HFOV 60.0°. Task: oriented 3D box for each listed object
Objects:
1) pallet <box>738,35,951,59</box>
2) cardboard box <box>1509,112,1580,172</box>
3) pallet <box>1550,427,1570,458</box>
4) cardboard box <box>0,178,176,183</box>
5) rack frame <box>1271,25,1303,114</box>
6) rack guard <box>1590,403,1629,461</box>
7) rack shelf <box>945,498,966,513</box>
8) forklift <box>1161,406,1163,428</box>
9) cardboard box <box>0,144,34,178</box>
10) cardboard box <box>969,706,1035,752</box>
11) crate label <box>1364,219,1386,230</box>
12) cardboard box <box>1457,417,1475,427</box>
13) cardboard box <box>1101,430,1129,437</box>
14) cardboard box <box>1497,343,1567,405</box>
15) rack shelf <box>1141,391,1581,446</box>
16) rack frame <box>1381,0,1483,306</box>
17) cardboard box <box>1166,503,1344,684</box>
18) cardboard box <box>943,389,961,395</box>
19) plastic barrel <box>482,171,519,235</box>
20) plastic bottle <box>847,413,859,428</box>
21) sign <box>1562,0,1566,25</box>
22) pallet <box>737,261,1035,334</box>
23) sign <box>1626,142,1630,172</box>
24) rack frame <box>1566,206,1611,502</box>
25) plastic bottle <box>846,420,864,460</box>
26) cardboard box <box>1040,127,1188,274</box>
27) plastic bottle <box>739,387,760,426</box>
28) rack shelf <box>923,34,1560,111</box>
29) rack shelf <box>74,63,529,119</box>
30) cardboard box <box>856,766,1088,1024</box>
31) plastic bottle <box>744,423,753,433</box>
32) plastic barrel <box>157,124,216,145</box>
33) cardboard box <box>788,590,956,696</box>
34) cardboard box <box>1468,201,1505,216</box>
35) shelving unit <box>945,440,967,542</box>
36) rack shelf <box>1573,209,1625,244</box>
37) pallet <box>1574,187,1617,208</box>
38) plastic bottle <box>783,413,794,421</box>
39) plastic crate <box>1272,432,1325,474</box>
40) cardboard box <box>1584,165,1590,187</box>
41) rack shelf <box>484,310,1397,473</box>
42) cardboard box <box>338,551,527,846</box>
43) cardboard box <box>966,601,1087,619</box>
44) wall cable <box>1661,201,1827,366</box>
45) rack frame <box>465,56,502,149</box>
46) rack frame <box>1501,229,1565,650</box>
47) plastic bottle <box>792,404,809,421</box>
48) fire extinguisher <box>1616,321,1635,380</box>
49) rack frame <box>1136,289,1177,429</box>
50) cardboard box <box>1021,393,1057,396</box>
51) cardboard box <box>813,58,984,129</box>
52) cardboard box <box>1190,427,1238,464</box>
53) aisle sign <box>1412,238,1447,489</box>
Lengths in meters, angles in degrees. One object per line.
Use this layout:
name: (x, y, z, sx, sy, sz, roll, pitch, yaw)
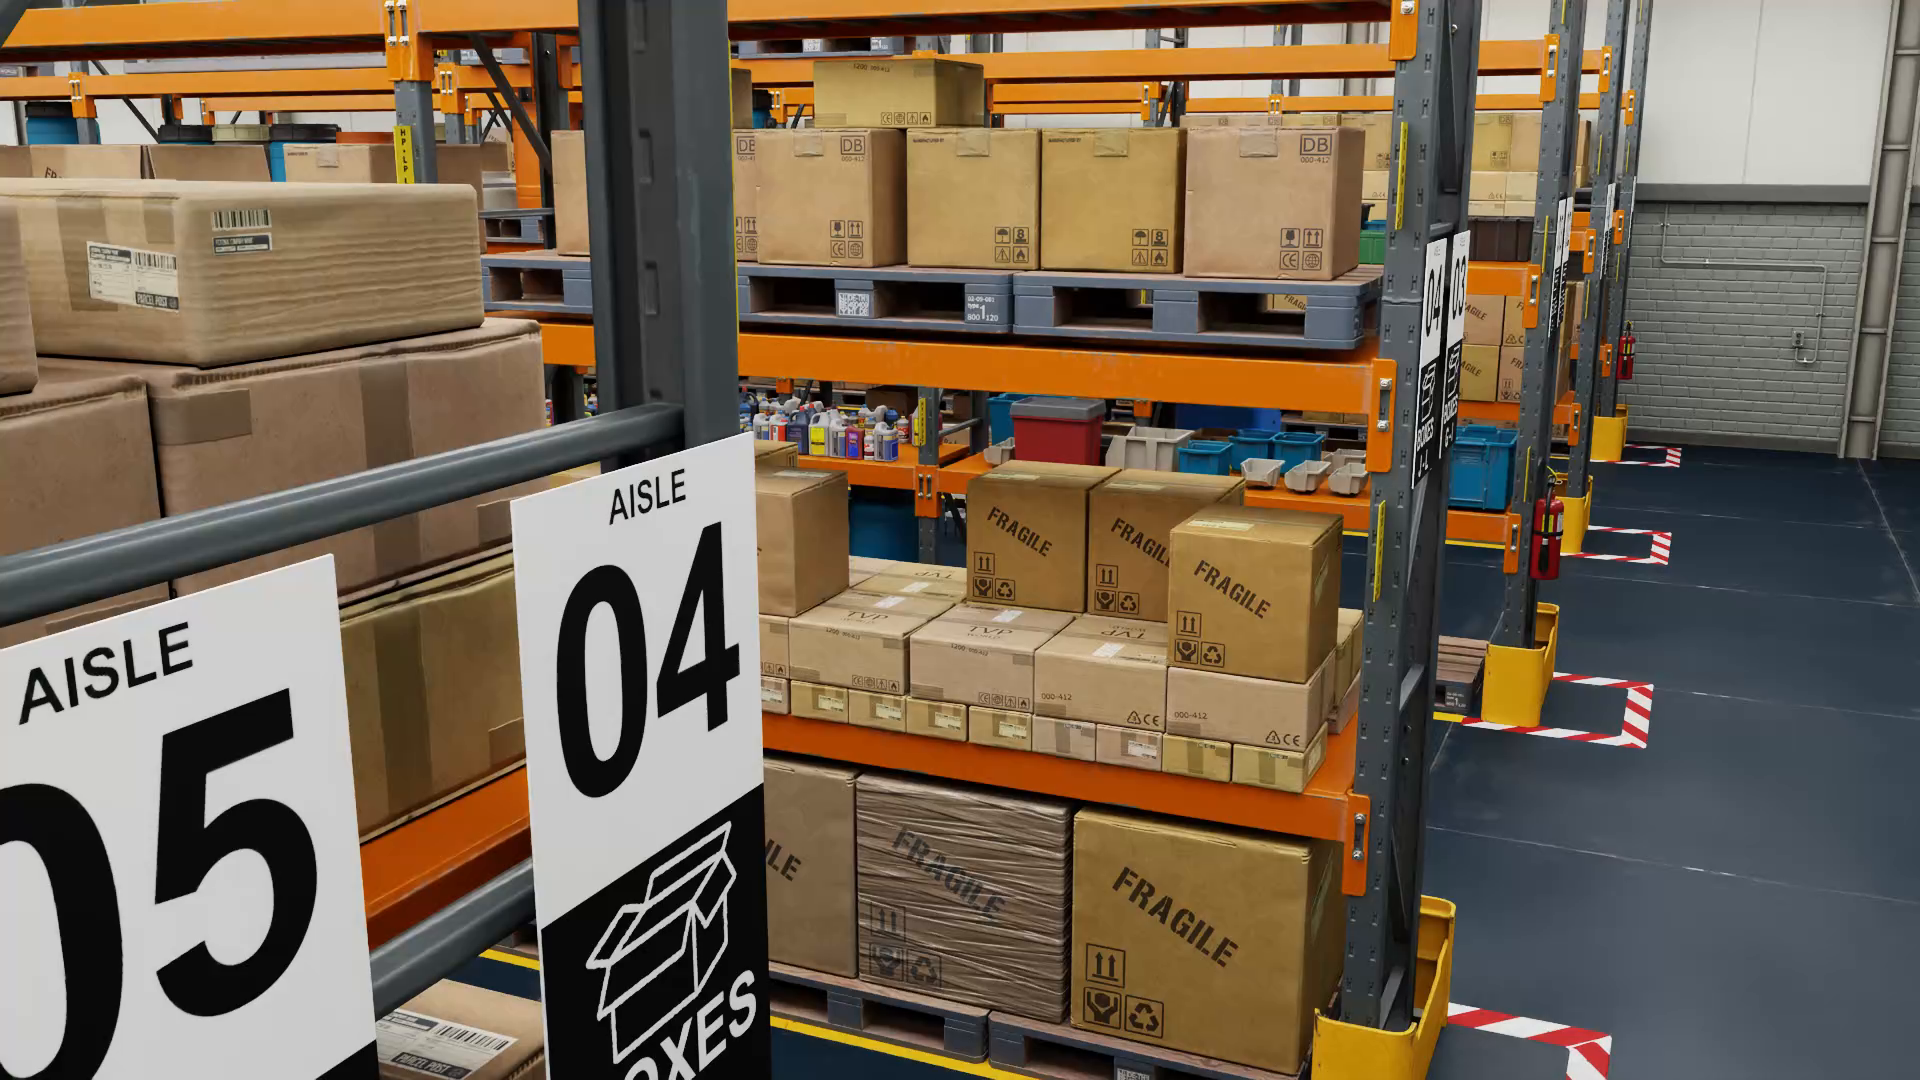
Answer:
pallet: (-0.807, -3.504, 11.775, 1.213, 0.211, 1.003, 6, 14, 23)
cardboard box: (5.153, -3.504, 14.644, 0.500, 0.500, 0.700, 6, 14, 23)
pallet: (6.869, -1.199, 19.899, 1.213, 0.211, 1.003, 6, 14, 23)
cardboard box: (-1.136, -0.339, 1.923, 0.250, 0.149, 0.380, 6, 14, 23)
rack frame: (3.975, -5.790, 20.227, 0.127, 3.000, 1.000, 6, 14, 23)
rack guard: (7.654, -1.280, 19.611, 0.348, 0.500, 1.175, 6, 14, 23)
rack shelf: (0.007, -0.317, 15.172, 0.200, 0.077, 0.258, 6, 14, 23)
forklift: (1.363, -2.759, 20.590, 5.769, 2.935, 3.258, 6, 15, 25)
cardboard box: (-5.114, -1.809, 8.684, 0.637, 0.503, 0.797, 7, 15, 27)
cardboard box: (0.220, 0.668, 6.385, 0.250, 0.149, 0.380, 5, 14, 22)
crate label: (2.907, -1.971, 10.842, 0.502, 0.251, 0.408, 6, 14, 23)
cardboard box: (6.034, -1.623, 20.155, 0.500, 0.500, 0.700, 5, 14, 21)
cardboard box: (1.405, -0.817, 16.676, 0.500, 0.500, 0.500, 6, 14, 23)
cardboard box: (5.109, -1.498, 14.847, 0.500, 0.500, 0.500, 6, 15, 25)
rack shelf: (3.801, -1.299, 15.795, 4.000, 0.370, 1.077, 6, 14, 23)
rack frame: (1.613, -2.316, 5.423, 0.127, 3.000, 1.000, 6, 14, 23)
cardboard box: (1.061, 0.177, 5.964, 0.500, 0.500, 0.500, 6, 14, 24)
cardboard box: (-0.362, -2.293, 22.963, 0.500, 0.500, 0.700, 6, 14, 24)
plastic barrel: (-3.855, -2.778, 13.711, 0.421, 0.512, 0.421, 0, 13, 0)
plastic bottle: (-0.825, -0.885, 12.891, 0.097, 0.201, 0.097, 0, 13, 0)
sign: (3.411, -3.077, 9.372, 0.005, 0.325, 0.100, 6, 14, 23)
pallet: (-0.189, -0.992, 6.538, 1.213, 0.211, 1.003, 6, 14, 23)
sign: (7.400, -4.240, 18.423, 0.005, 0.325, 0.100, 6, 14, 23)
rack frame: (5.629, -1.464, 14.924, 0.127, 3.000, 1.000, 6, 14, 23)
plastic bottle: (-0.759, -0.724, 12.026, 0.133, 0.283, 0.061, 6, 14, 23)
cardboard box: (0.651, -1.272, 6.181, 0.500, 0.500, 0.700, 5, 14, 21)
plastic bottle: (-1.688, -1.039, 13.221, 0.185, 0.351, 0.144, 6, 14, 23)
rack shelf: (1.791, -2.991, 10.748, 4.000, 0.370, 1.077, 6, 14, 23)
rack shelf: (-5.524, -3.731, 13.902, 4.000, 0.370, 1.077, 6, 14, 23)
cardboard box: (0.164, 1.308, 6.843, 0.875, 0.875, 0.875, 6, 14, 23)
plastic bottle: (-1.564, -0.770, 12.402, 0.097, 0.201, 0.097, 0, 13, 0)
plastic barrel: (-6.799, -3.243, 14.841, 0.708, 0.901, 0.600, 6, 14, 23)
cardboard box: (-0.344, 0.402, 6.649, 0.500, 0.250, 0.500, 6, 14, 23)
cardboard box: (4.600, -2.893, 14.774, 0.500, 0.250, 0.500, 6, 14, 23)
shelving unit: (0.007, -0.437, 15.144, 0.210, 0.900, 0.258, 6, 14, 23)
rack shelf: (5.804, -3.794, 19.863, 4.000, 0.370, 1.077, 6, 14, 23)
pallet: (6.950, -3.983, 19.286, 1.213, 0.211, 1.003, 6, 14, 23)
plastic bottle: (-1.291, -0.815, 12.438, 0.097, 0.271, 0.097, 0, 13, 0)
plastic crate: (2.323, -0.591, 11.439, 0.300, 0.233, 0.416, 6, 14, 23)
cardboard box: (7.064, -4.259, 19.456, 0.500, 0.250, 0.500, 7, 15, 26)
rack shelf: (-0.215, -0.691, 6.636, 4.000, 0.370, 1.077, 6, 14, 23)
cardboard box: (-0.795, 0.149, 1.812, 0.500, 0.250, 0.500, 6, 15, 25)
cardboard box: (0.348, 0.338, 6.921, 0.500, 0.250, 0.500, 5, 14, 21)
wall cable: (9.186, -3.073, 19.556, 1.851, 1.984, 0.084, 6, 14, 23)
rack frame: (-5.342, -5.495, 18.971, 0.127, 3.000, 1.000, 6, 14, 23)
rack frame: (3.619, -0.430, 10.517, 0.127, 3.000, 1.000, 6, 14, 23)
plastic bottle: (-1.215, -0.916, 12.859, 0.135, 0.276, 0.152, 6, 14, 23)
fire extinguisher: (7.583, -2.170, 18.916, 0.183, 0.674, 0.296, 6, 14, 23)
rack frame: (1.972, -1.834, 16.502, 0.127, 3.000, 1.000, 6, 14, 23)
cardboard box: (0.714, -1.385, 17.453, 0.500, 0.250, 0.500, 6, 14, 23)
cardboard box: (-0.230, -1.712, 6.414, 0.500, 0.250, 0.500, 5, 14, 21)
cardboard box: (2.608, -0.838, 16.765, 0.500, 0.500, 0.500, 6, 14, 23)
aisle sign: (1.558, -0.592, 5.515, 0.004, 0.787, 0.394, 6, 14, 23)
